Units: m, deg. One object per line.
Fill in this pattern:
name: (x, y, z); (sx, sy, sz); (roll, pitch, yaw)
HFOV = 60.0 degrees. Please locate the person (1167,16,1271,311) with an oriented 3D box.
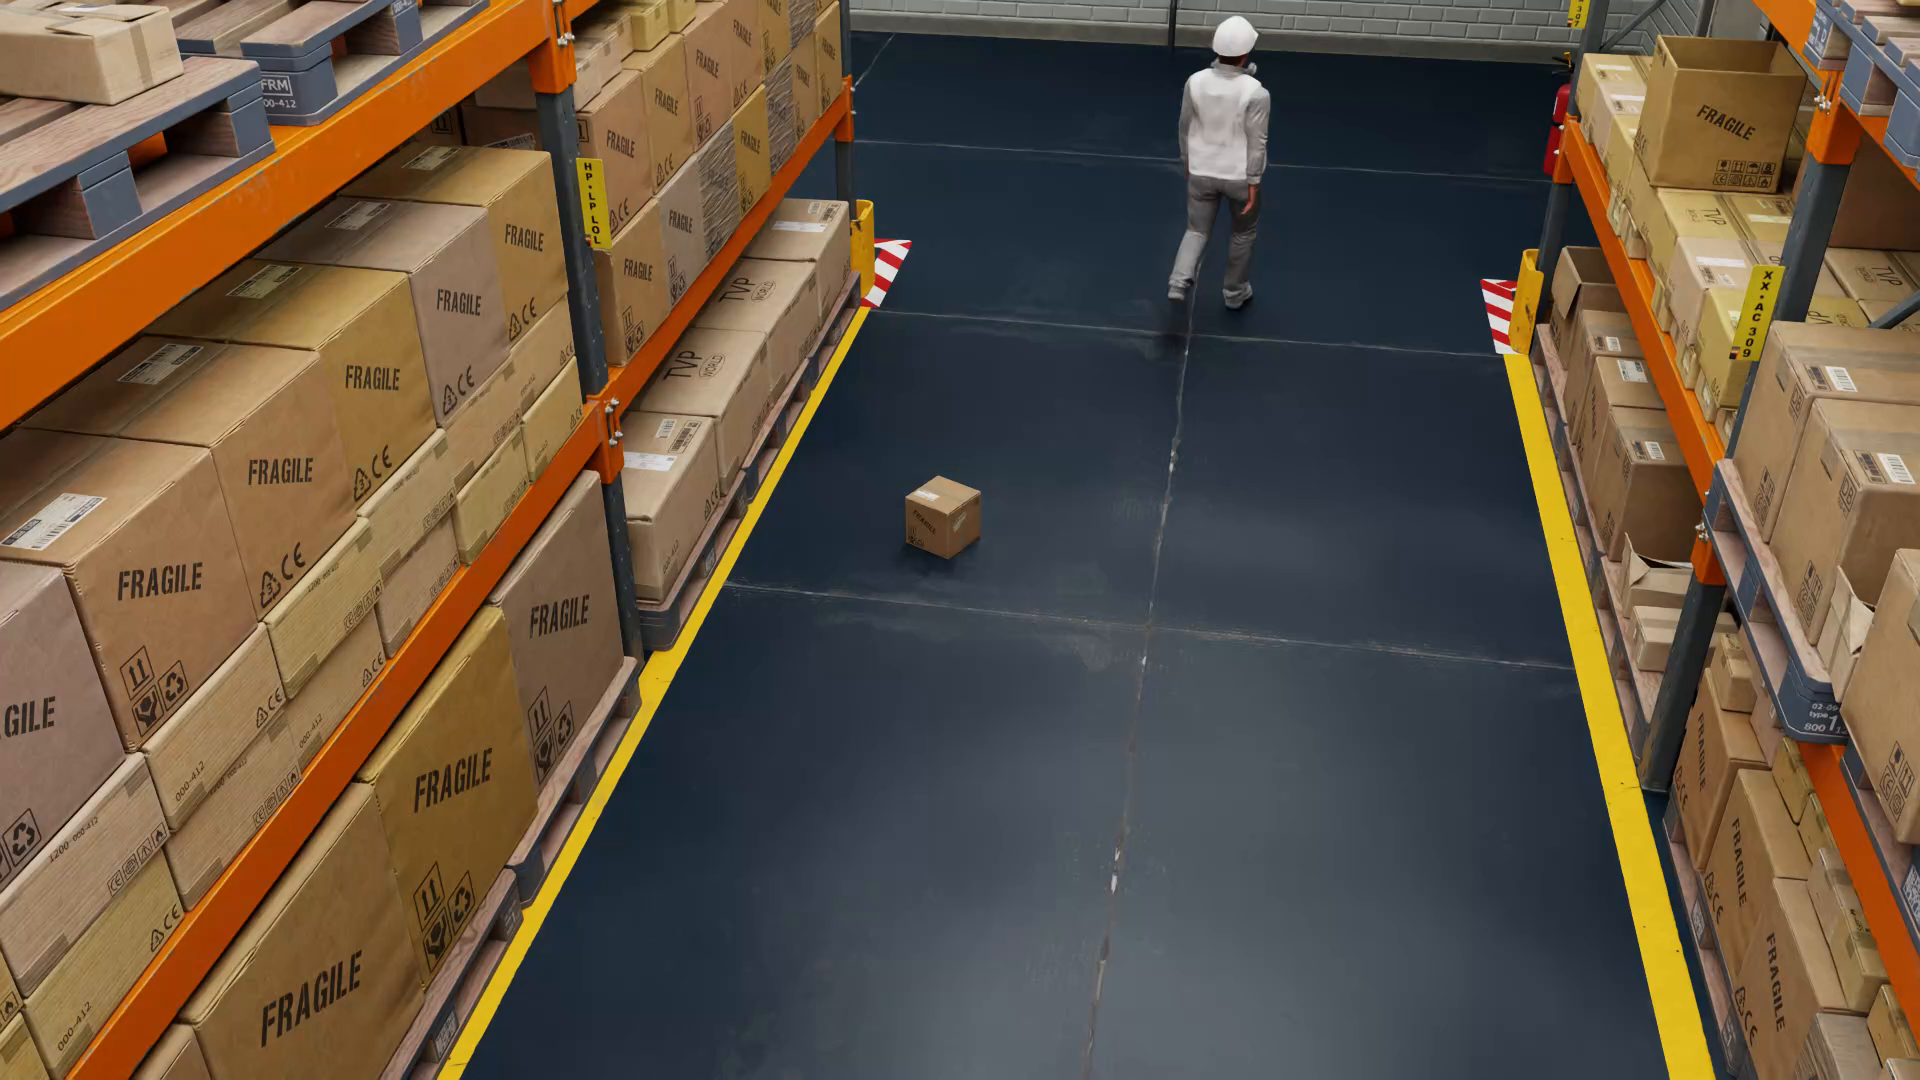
person: (1.474, -2.089, 9.427); (0.539, 1.746, 0.831); (15, 35, 23)
